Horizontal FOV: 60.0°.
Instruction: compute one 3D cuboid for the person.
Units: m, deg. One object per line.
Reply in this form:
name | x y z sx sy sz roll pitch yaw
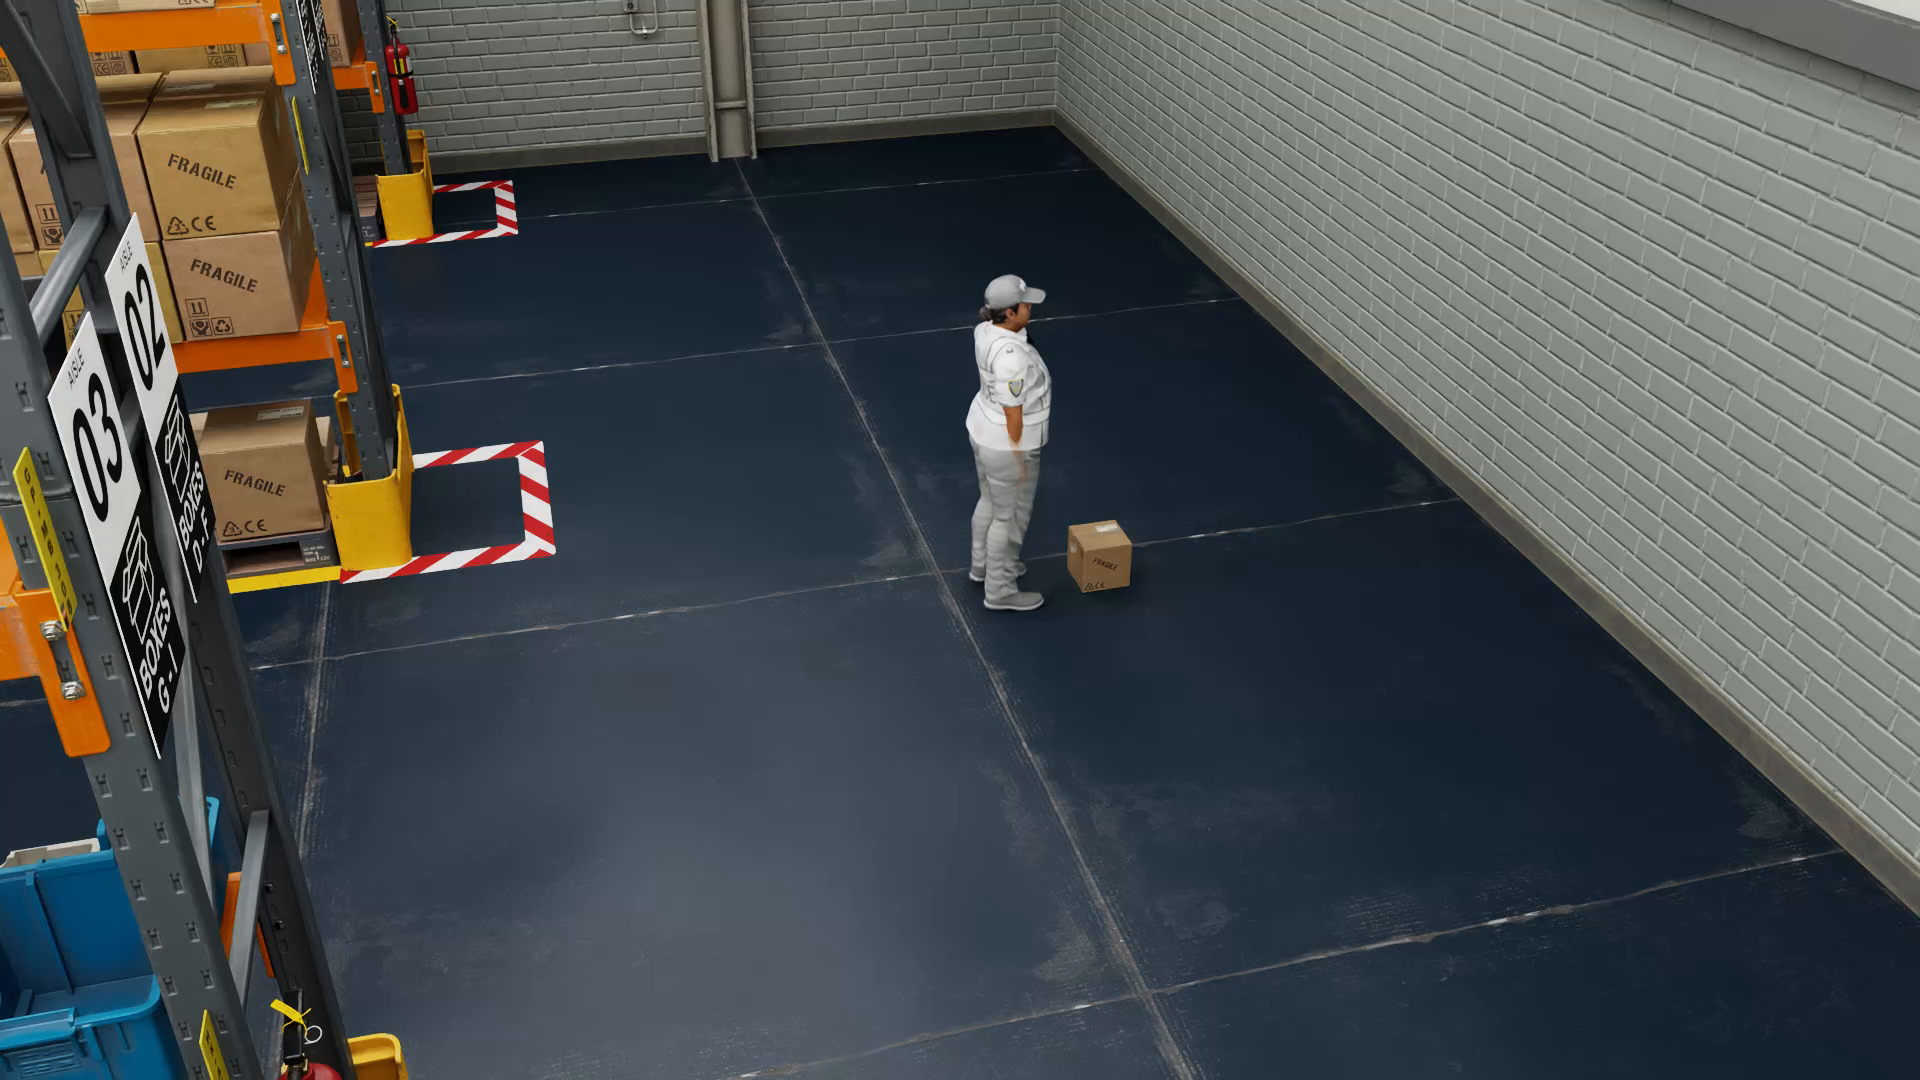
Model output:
person | 0.237 -0.471 7.931 0.392 1.668 0.467 -7 31 -12
